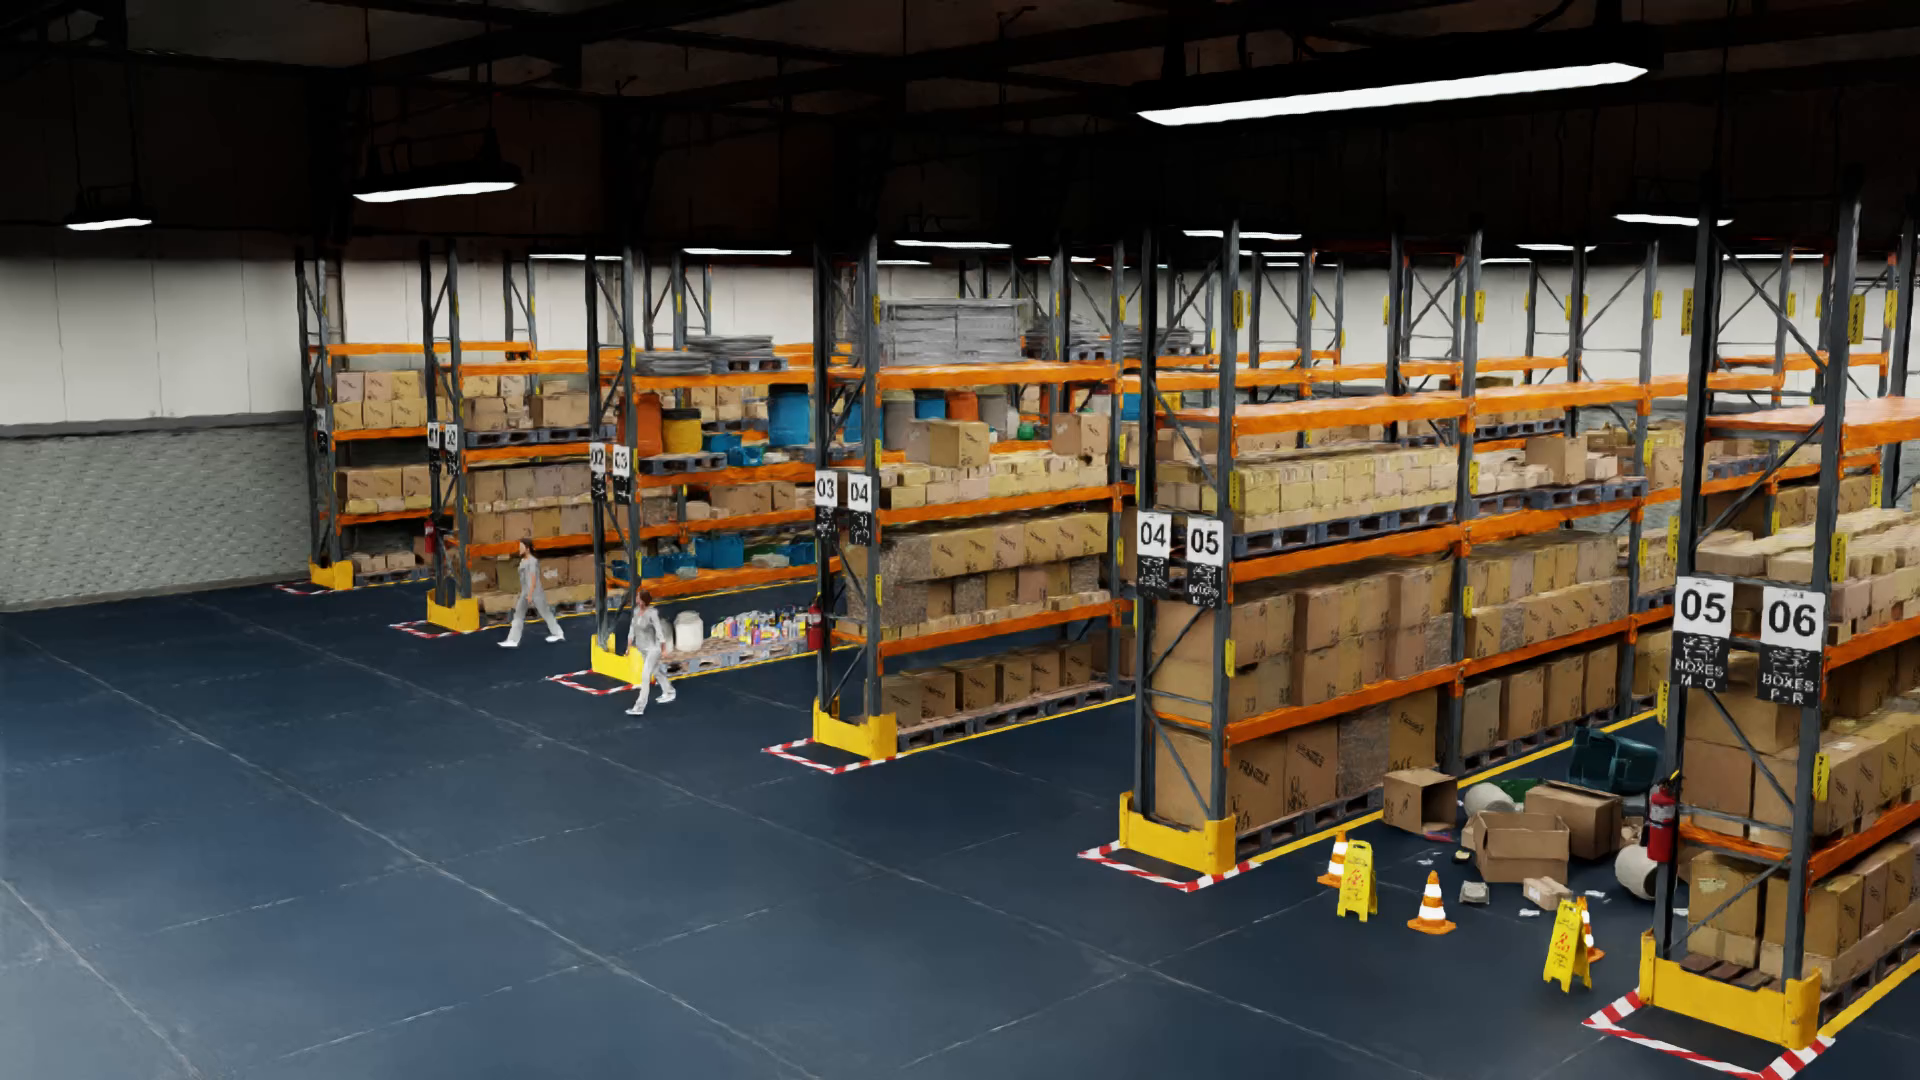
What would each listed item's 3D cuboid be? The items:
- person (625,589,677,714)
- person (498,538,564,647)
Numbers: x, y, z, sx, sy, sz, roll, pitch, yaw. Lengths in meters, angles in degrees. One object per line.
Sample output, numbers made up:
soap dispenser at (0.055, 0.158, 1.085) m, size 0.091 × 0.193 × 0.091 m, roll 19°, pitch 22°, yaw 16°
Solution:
person at (-3.911, 1.408, 20.789) m, size 0.412 × 1.436 × 0.947 m, roll 7°, pitch 11°, yaw 38°
person at (-6.343, 0.769, 24.584) m, size 1.019 × 1.612 × 0.453 m, roll -8°, pitch 12°, yaw -44°
